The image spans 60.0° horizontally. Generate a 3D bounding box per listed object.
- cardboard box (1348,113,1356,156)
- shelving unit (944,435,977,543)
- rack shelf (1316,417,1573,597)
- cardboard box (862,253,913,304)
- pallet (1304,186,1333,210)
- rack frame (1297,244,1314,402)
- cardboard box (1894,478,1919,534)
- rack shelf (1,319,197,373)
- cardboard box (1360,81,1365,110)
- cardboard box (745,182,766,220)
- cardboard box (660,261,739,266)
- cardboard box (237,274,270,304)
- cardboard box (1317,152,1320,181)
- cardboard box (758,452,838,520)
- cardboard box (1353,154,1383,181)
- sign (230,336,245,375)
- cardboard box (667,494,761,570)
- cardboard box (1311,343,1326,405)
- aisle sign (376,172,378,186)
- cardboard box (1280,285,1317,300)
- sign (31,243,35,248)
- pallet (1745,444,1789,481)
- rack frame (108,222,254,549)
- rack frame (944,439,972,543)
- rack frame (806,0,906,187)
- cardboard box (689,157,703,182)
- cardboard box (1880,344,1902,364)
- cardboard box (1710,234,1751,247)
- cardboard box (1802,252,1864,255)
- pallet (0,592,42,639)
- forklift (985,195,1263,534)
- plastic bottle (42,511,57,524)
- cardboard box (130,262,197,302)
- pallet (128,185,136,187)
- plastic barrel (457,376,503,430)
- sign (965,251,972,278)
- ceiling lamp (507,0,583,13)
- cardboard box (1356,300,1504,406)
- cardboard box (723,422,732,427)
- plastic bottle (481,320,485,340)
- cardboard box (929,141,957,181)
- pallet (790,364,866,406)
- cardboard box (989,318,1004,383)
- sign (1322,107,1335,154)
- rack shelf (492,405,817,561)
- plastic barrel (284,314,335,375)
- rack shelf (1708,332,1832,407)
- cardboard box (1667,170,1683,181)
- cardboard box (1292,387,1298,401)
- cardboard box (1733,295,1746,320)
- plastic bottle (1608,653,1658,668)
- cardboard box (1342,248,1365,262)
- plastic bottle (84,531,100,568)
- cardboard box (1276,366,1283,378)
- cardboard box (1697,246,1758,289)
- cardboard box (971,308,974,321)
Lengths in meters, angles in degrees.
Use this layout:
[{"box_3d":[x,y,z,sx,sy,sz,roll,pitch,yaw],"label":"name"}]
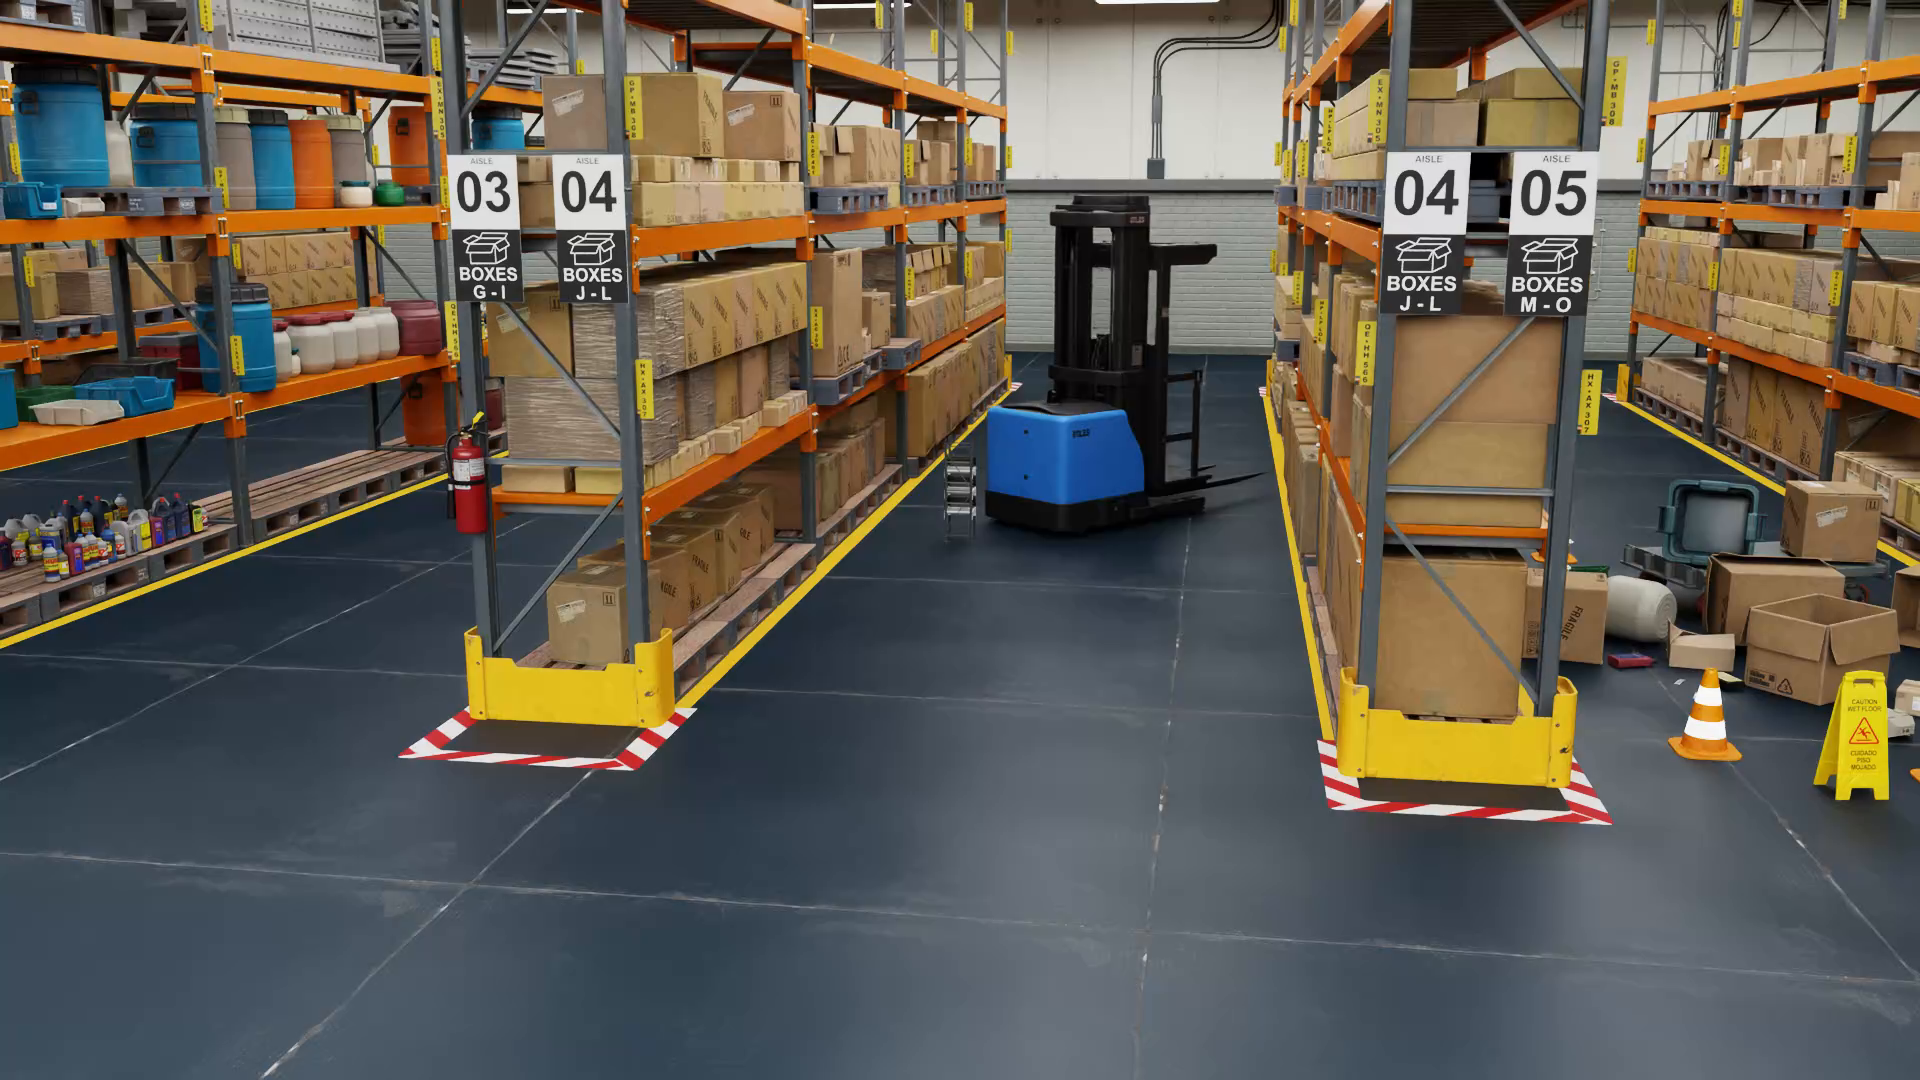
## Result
[{"box_3d":[2.637,-2.464,10.102,0.500,0.250,0.500,2,12,9],"label":"cardboard box"},{"box_3d":[0.001,-0.442,14.406,0.258,0.900,0.210,2,12,9],"label":"shelving unit"},{"box_3d":[2.911,-0.312,10.527,1.077,0.370,4.000,2,12,9],"label":"rack shelf"},{"box_3d":[-0.923,-2.785,17.677,0.797,0.503,0.637,2,12,11],"label":"cardboard box"},{"box_3d":[3.787,-3.150,15.320,1.213,0.211,1.003,2,12,11],"label":"pallet"},{"box_3d":[3.834,-1.912,16.246,1.000,3.000,0.127,2,12,9],"label":"rack frame"},{"box_3d":[8.416,-0.265,13.842,0.950,0.372,0.625,2,12,11],"label":"cardboard box"},{"box_3d":[-10.532,-2.480,20.590,1.077,0.370,4.000,2,12,9],"label":"rack shelf"},{"box_3d":[2.477,-2.527,9.447,0.380,0.149,0.250,2,12,9],"label":"cardboard box"},{"box_3d":[-1.642,-2.336,11.450,0.500,0.250,0.500,2,12,8],"label":"cardboard box"},{"box_3d":[-1.987,-1.859,12.682,0.500,0.500,0.500,2,12,9],"label":"cardboard box"},{"box_3d":[-9.877,-3.395,22.887,0.500,0.500,0.500,2,12,10],"label":"cardboard box"},{"box_3d":[3.428,-3.312,14.741,0.500,0.250,0.500,2,12,10],"label":"cardboard box"},{"box_3d":[-1.459,-0.480,14.491,0.700,0.500,0.500,2,12,8],"label":"cardboard box"},{"box_3d":[2.516,-2.189,9.774,0.380,0.149,0.250,2,12,9],"label":"cardboard box"},{"box_3d":[-6.019,-1.537,13.848,0.100,0.325,0.005,2,12,9],"label":"sign"},{"box_3d":[-1.848,-0.043,12.510,0.500,0.500,0.500,6,14,27],"label":"cardboard box"},{"box_3d":[3.113,-1.351,13.404,0.500,0.500,0.500,2,12,8],"label":"cardboard box"},{"box_3d":[-9.296,-5.356,26.056,0.394,0.787,0.004,2,12,9],"label":"aisle sign"},{"box_3d":[3.657,-2.671,17.957,0.380,0.149,0.250,2,12,11],"label":"cardboard box"},{"box_3d":[-15.052,-4.722,27.041,0.100,0.325,0.005,2,12,9],"label":"sign"},{"box_3d":[9.126,-0.825,17.819,1.003,0.211,1.213,2,12,9],"label":"pallet"},{"box_3d":[-6.561,-1.422,13.971,1.000,3.000,0.127,2,12,9],"label":"rack frame"},{"box_3d":[-0.014,-0.420,14.308,0.240,0.900,0.006,2,12,9],"label":"rack frame"},{"box_3d":[-1.051,-5.027,16.458,1.000,3.000,0.127,2,12,9],"label":"rack frame"},{"box_3d":[-1.805,-2.279,10.236,0.380,0.149,0.250,2,12,9],"label":"cardboard box"},{"box_3d":[8.280,-1.624,14.508,0.380,0.149,0.250,2,12,9],"label":"cardboard box"},{"box_3d":[9.089,-3.535,19.625,0.380,0.149,0.250,2,12,7],"label":"cardboard box"},{"box_3d":[9.366,-2.829,17.891,0.500,0.500,0.500,2,12,10],"label":"cardboard box"},{"box_3d":[-7.080,0.588,11.265,1.003,0.211,1.213,2,12,9],"label":"pallet"},{"box_3d":[1.666,-1.720,15.515,3.031,2.935,1.130,-11,16,-41],"label":"forklift"},{"box_3d":[-7.190,-0.082,13.158,0.061,0.283,0.133,2,12,11],"label":"plastic bottle"},{"box_3d":[-10.518,-3.411,21.968,0.700,0.500,0.500,-2,12,-10],"label":"cardboard box"},{"box_3d":[-10.550,-4.273,20.529,1.213,0.211,1.003,2,12,9],"label":"pallet"},{"box_3d":[-5.713,-1.618,19.610,0.600,0.588,0.708,2,12,9],"label":"plastic barrel"},{"box_3d":[0.101,-3.438,20.768,0.100,0.325,0.005,2,12,9],"label":"sign"},{"box_3d":[-6.725,-10.344,27.276,2.000,3.185,0.800,2,12,9],"label":"ceiling lamp"},{"box_3d":[2.692,-1.042,9.287,0.875,0.550,0.550,2,12,9],"label":"cardboard box"},{"box_3d":[-1.769,-0.723,11.324,0.380,0.149,0.250,2,12,9],"label":"cardboard box"},{"box_3d":[-5.423,-2.400,18.785,0.061,0.283,0.133,2,12,9],"label":"plastic bottle"},{"box_3d":[-0.375,-4.861,21.337,0.700,0.500,0.500,1,12,5],"label":"cardboard box"},{"box_3d":[-1.405,-1.322,13.963,1.003,0.211,1.213,2,12,9],"label":"pallet"},{"box_3d":[0.160,-2.790,24.366,0.875,0.875,0.875,2,12,9],"label":"cardboard box"},{"box_3d":[2.681,-2.968,12.051,0.100,0.325,0.005,2,12,9],"label":"sign"},{"box_3d":[-1.974,-0.493,11.370,1.077,0.370,4.000,2,12,9],"label":"rack shelf"},{"box_3d":[-6.084,-1.833,15.556,0.433,0.535,0.433,0,12,0],"label":"plastic barrel"},{"box_3d":[9.048,-1.838,17.607,1.077,0.370,4.000,2,12,9],"label":"rack shelf"},{"box_3d":[9.576,-4.817,21.966,0.380,0.149,0.250,2,12,11],"label":"cardboard box"},{"box_3d":[3.680,-1.413,17.086,0.500,0.250,0.500,2,12,7],"label":"cardboard box"},{"box_3d":[8.957,-2.585,18.536,0.500,0.250,0.500,2,12,10],"label":"cardboard box"},{"box_3d":[4.348,0.778,10.739,0.283,0.061,0.133,-2,12,-11],"label":"plastic bottle"},{"box_3d":[4.759,-3.514,20.362,0.500,0.500,0.500,2,12,10],"label":"cardboard box"},{"box_3d":[-6.521,0.070,12.480,0.097,0.271,0.097,0,12,0],"label":"plastic bottle"},{"box_3d":[4.375,-2.204,21.957,0.380,0.149,0.250,1,12,7],"label":"cardboard box"},{"box_3d":[9.156,-3.250,19.845,0.500,0.500,0.500,2,12,8],"label":"cardboard box"},{"box_3d":[-0.022,-2.909,21.469,0.380,0.149,0.250,1,12,7],"label":"cardboard box"}]
